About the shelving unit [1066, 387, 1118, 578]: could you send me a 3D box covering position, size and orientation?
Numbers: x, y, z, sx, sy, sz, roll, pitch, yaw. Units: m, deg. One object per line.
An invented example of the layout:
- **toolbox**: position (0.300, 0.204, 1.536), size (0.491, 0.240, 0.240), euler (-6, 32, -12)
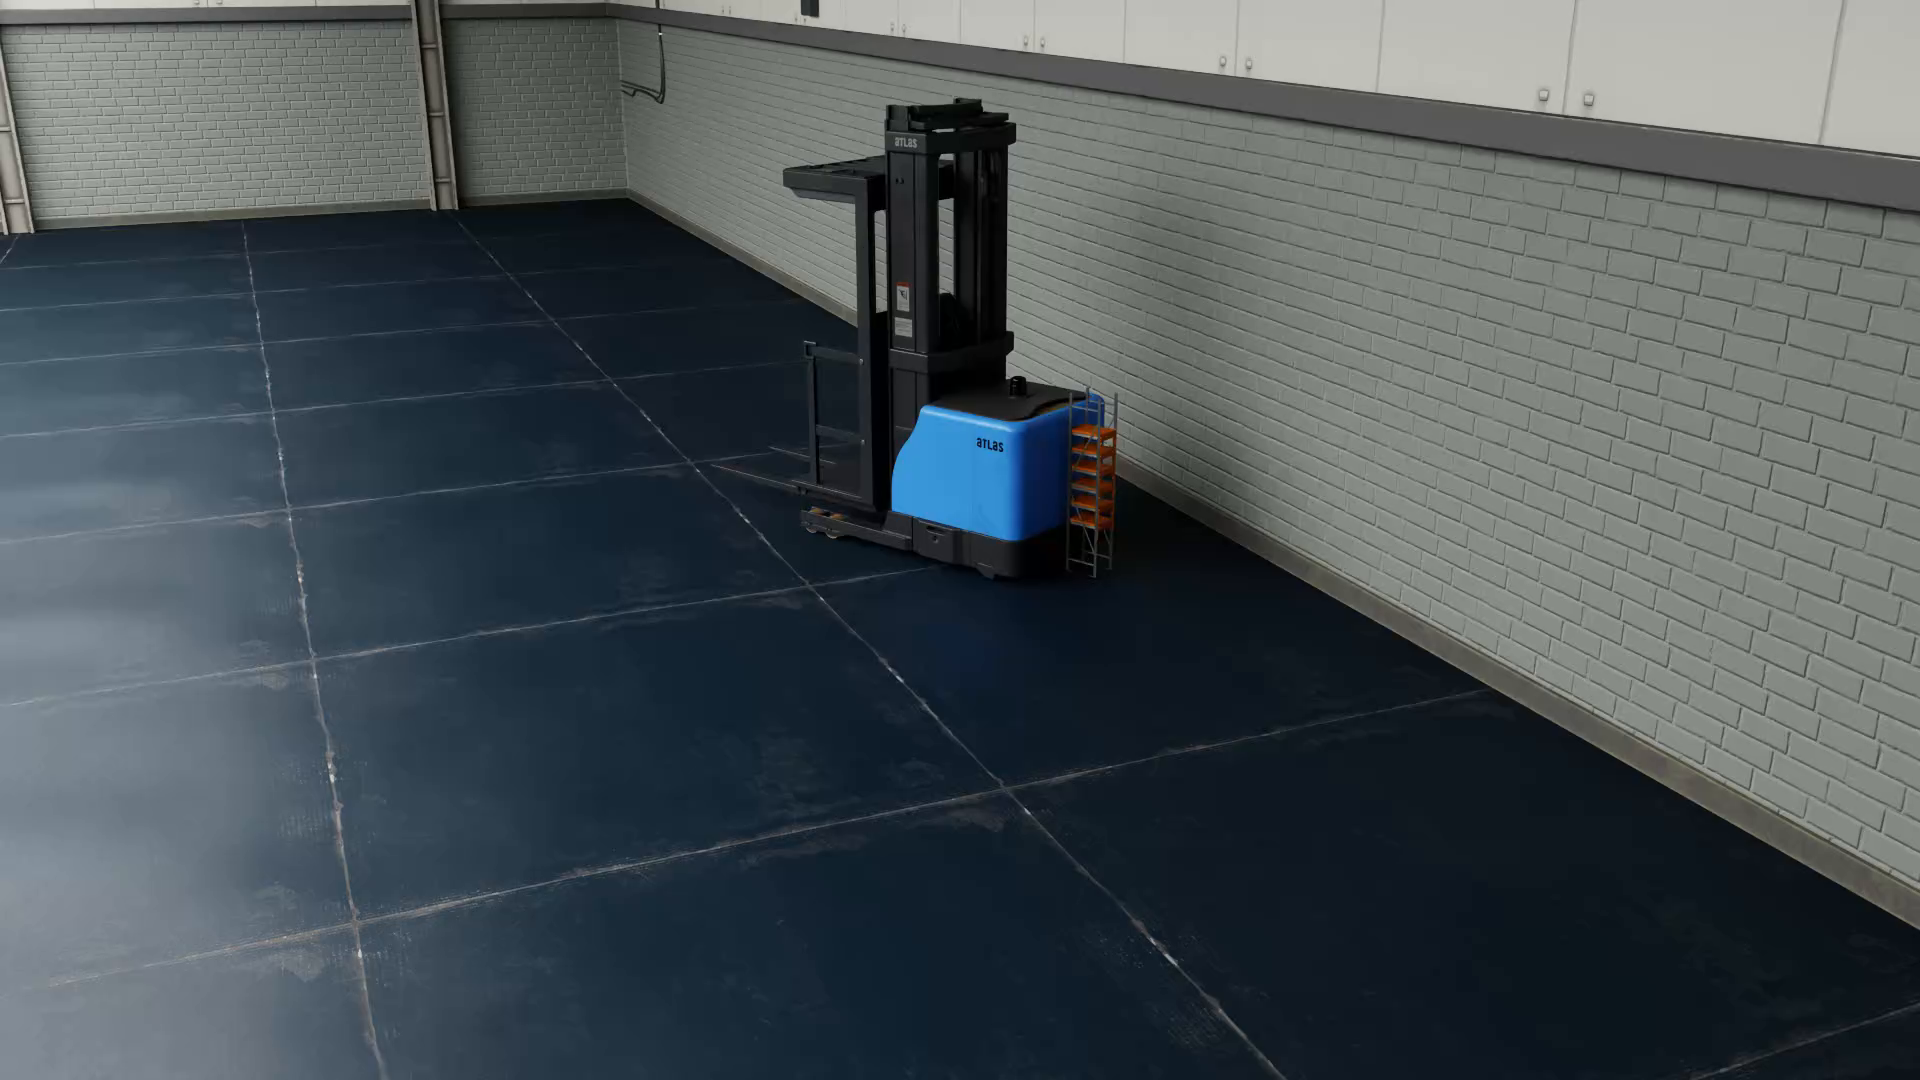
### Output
- **shelving unit**: position (0.849, -0.368, 10.761), size (0.258, 1.200, 0.189), euler (15, 24, 36)

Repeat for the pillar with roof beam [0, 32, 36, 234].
- **pillar with roof beam**: position (-12.029, -7.434, 19.084), size (0.400, 9.000, 9.100), euler (-8, 21, -22)

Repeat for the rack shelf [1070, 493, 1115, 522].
- **rack shelf**: position (0.849, -0.213, 10.816), size (0.258, 0.103, 0.180), euler (15, 24, 36)

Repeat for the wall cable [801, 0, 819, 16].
- **wall cable**: position (-1.251, -8.227, 16.217), size (0.169, 6.003, 2.305), euler (-8, 21, -22)

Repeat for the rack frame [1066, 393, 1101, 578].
- **rack frame**: position (0.792, -0.344, 10.694), size (0.240, 1.200, 0.006), euler (15, 24, 36)

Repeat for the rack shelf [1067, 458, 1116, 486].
- **rack shelf**: position (0.849, -0.439, 10.736), size (0.258, 0.103, 0.180), euler (15, 24, 36)

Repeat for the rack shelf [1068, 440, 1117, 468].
- **rack shelf**: position (0.849, -0.553, 10.696), size (0.258, 0.103, 0.180), euler (15, 24, 36)

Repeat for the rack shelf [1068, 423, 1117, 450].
- **rack shelf**: position (0.849, -0.666, 10.656), size (0.258, 0.103, 0.180), euler (15, 24, 36)

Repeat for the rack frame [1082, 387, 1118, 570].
- **rack frame**: position (0.907, -0.392, 10.828), size (0.240, 1.200, 0.006), euler (15, 24, 36)

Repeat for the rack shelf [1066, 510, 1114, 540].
- **rack shelf**: position (0.849, -0.100, 10.855), size (0.258, 0.103, 0.180), euler (15, 24, 36)

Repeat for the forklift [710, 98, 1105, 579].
- **forklift**: position (-0.489, -1.513, 11.407), size (3.031, 2.935, 1.130), euler (15, 24, 36)

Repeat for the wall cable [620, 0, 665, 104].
- **wall cable**: position (-4.997, -8.055, 25.526), size (0.112, 2.526, 3.097), euler (-8, 21, -22)

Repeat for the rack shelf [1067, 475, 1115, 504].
- **rack shelf**: position (0.849, -0.326, 10.776), size (0.258, 0.103, 0.180), euler (15, 24, 36)

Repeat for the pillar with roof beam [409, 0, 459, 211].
- **pillar with roof beam**: position (-6.520, -8.223, 21.326), size (0.400, 9.000, 9.100), euler (-8, 21, -22)
